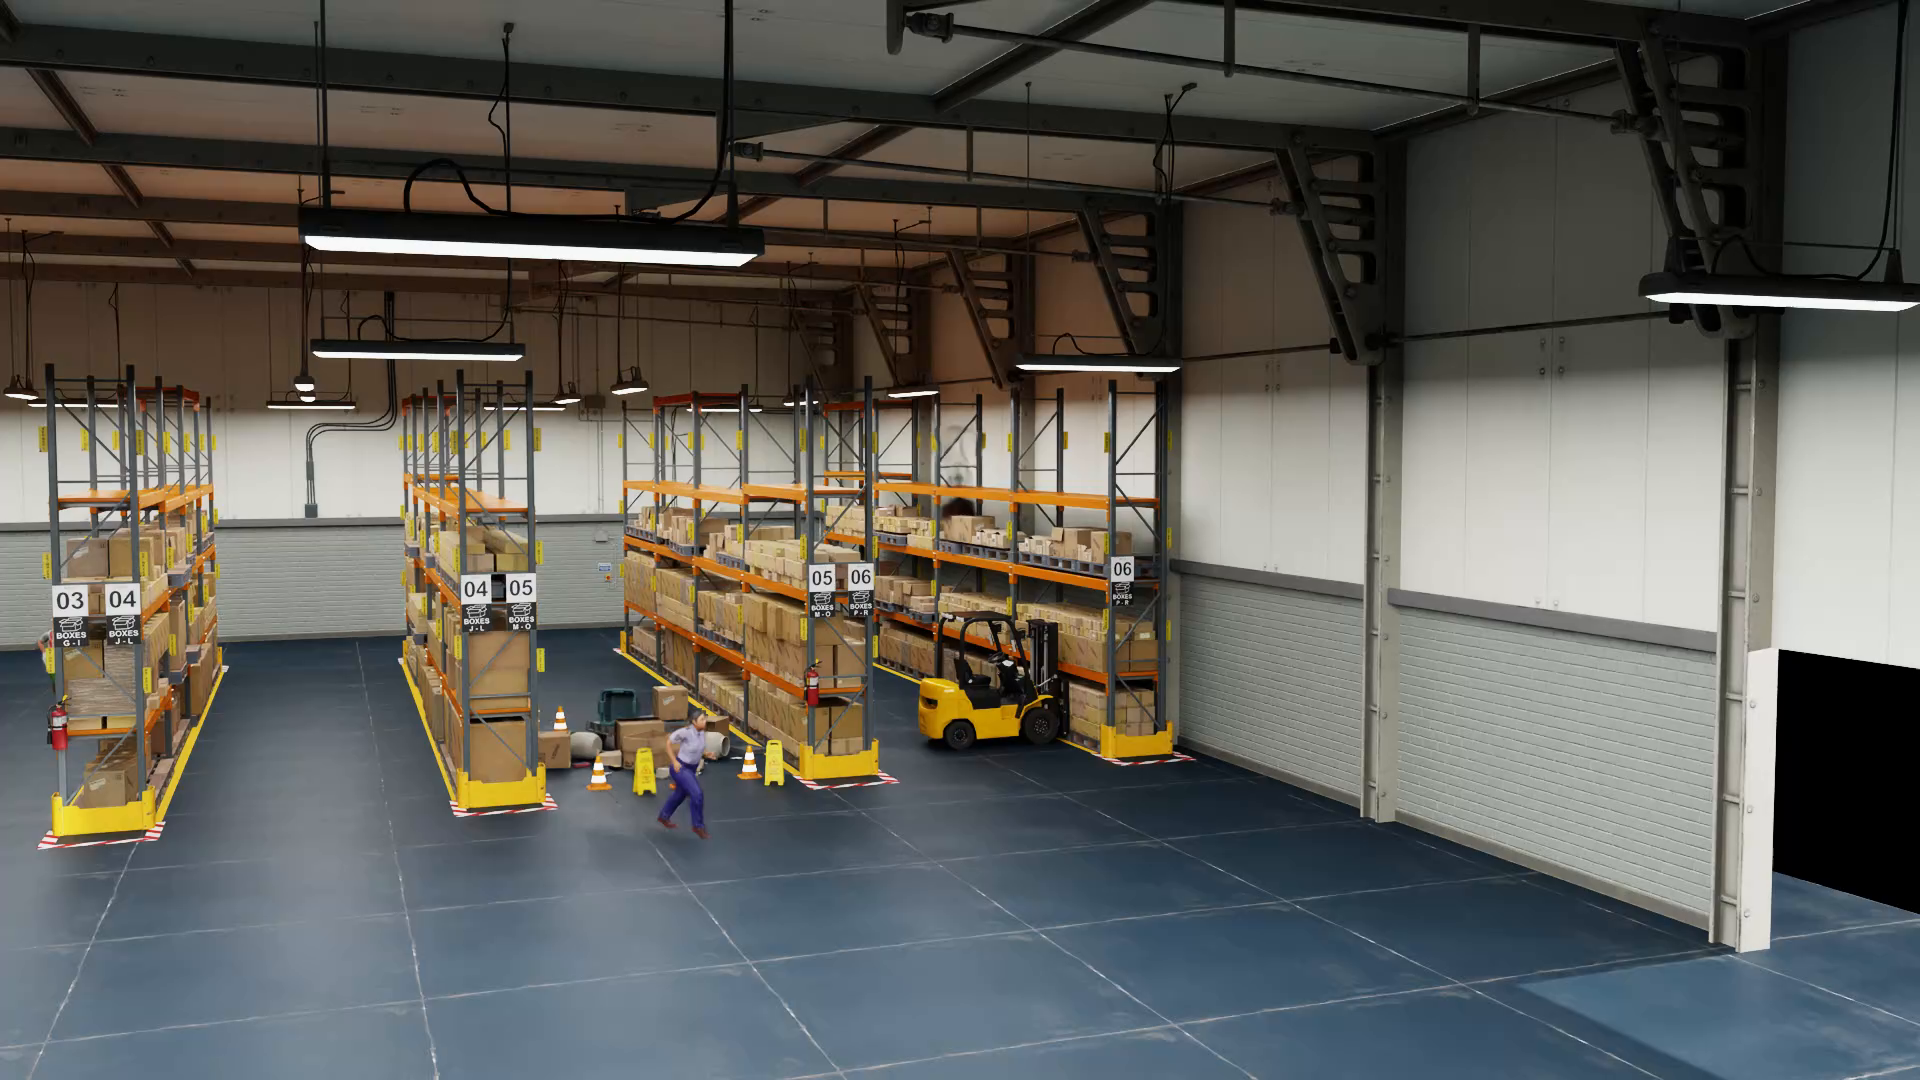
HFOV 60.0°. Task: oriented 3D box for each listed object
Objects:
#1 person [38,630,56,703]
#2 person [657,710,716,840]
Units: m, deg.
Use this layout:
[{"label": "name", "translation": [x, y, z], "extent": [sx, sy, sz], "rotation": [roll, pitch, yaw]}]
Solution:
[{"label": "person", "translation": [-16.811, 2.313, 31.020], "extent": [0.656, 1.794, 0.768], "rotation": [-2, 4, -29]}, {"label": "person", "translation": [-3.527, 2.982, 21.200], "extent": [0.872, 1.638, 0.600], "rotation": [1, 4, 24]}]
